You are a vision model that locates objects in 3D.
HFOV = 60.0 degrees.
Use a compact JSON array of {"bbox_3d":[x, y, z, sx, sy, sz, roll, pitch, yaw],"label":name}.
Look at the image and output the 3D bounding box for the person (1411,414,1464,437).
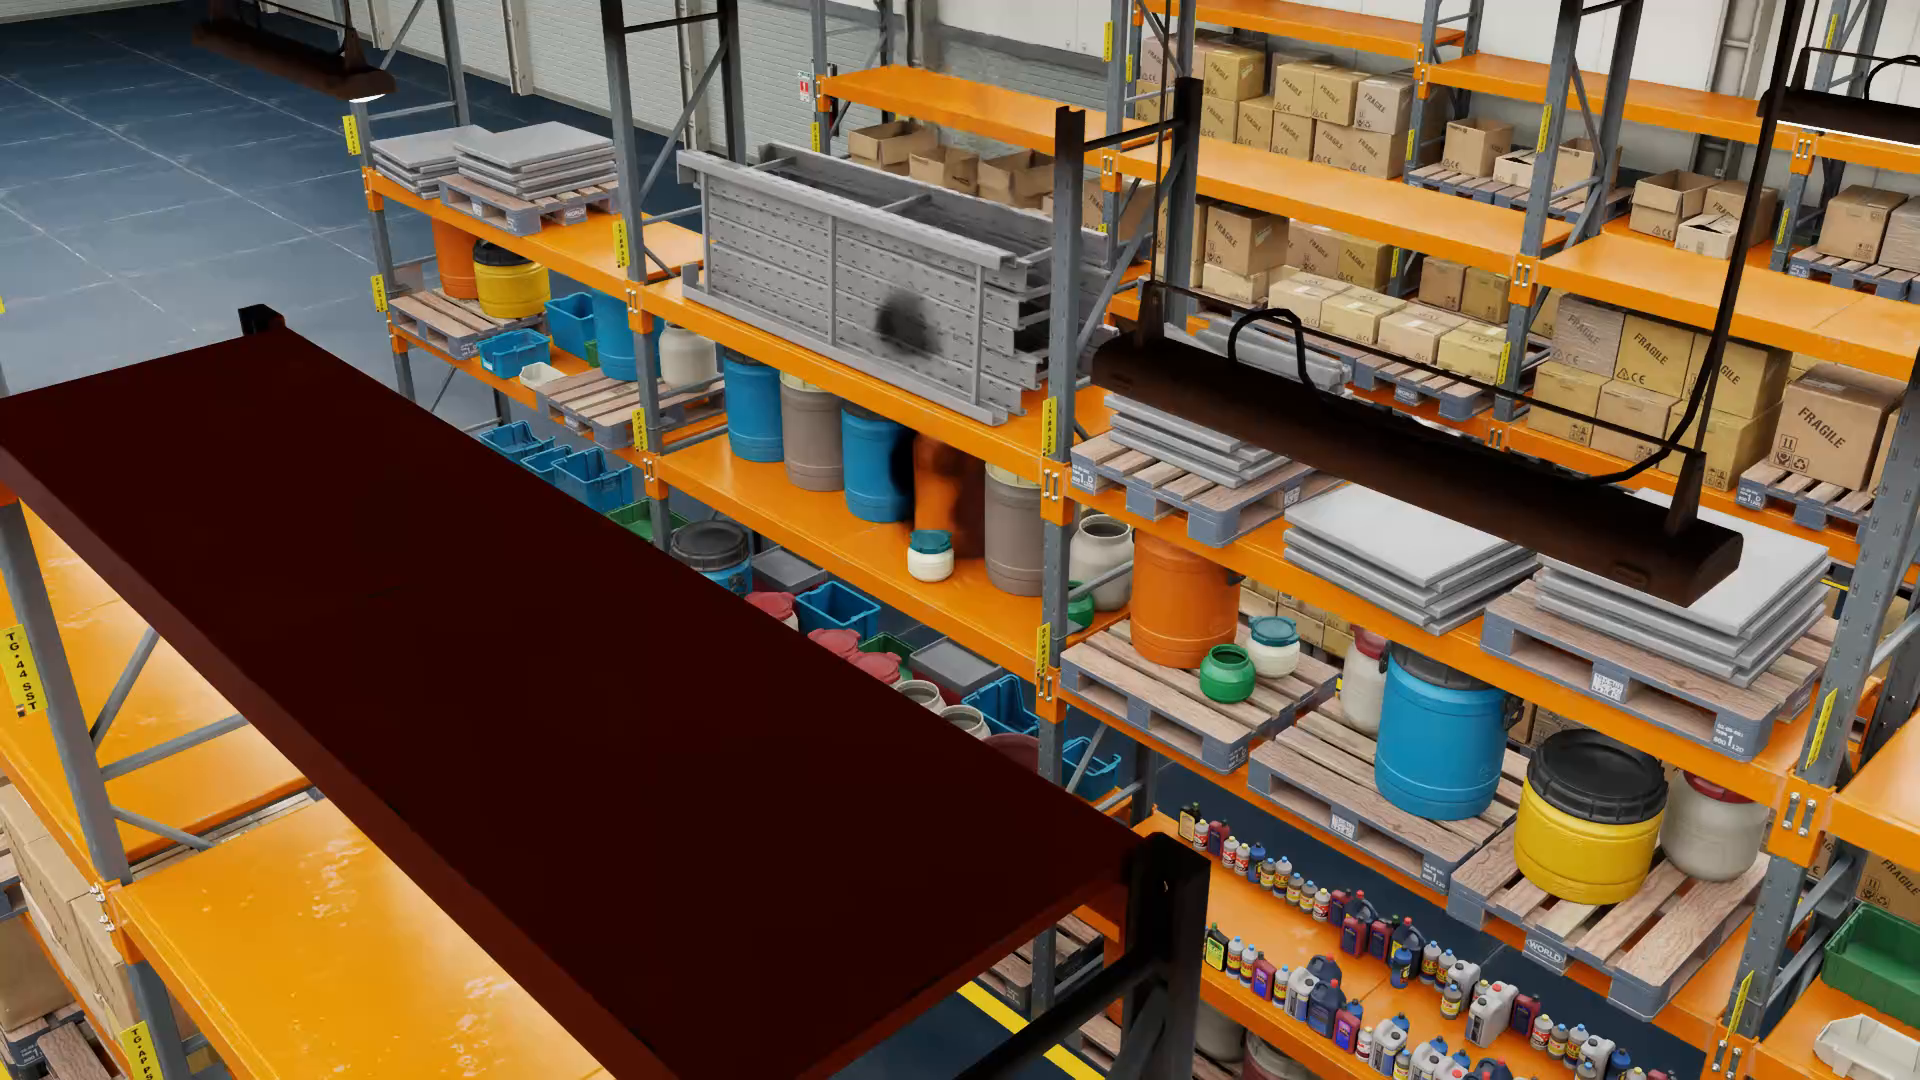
[{"bbox_3d":[4.843,-0.919,16.733,0.860,1.708,0.599,20,34,33],"label":"person"}]
